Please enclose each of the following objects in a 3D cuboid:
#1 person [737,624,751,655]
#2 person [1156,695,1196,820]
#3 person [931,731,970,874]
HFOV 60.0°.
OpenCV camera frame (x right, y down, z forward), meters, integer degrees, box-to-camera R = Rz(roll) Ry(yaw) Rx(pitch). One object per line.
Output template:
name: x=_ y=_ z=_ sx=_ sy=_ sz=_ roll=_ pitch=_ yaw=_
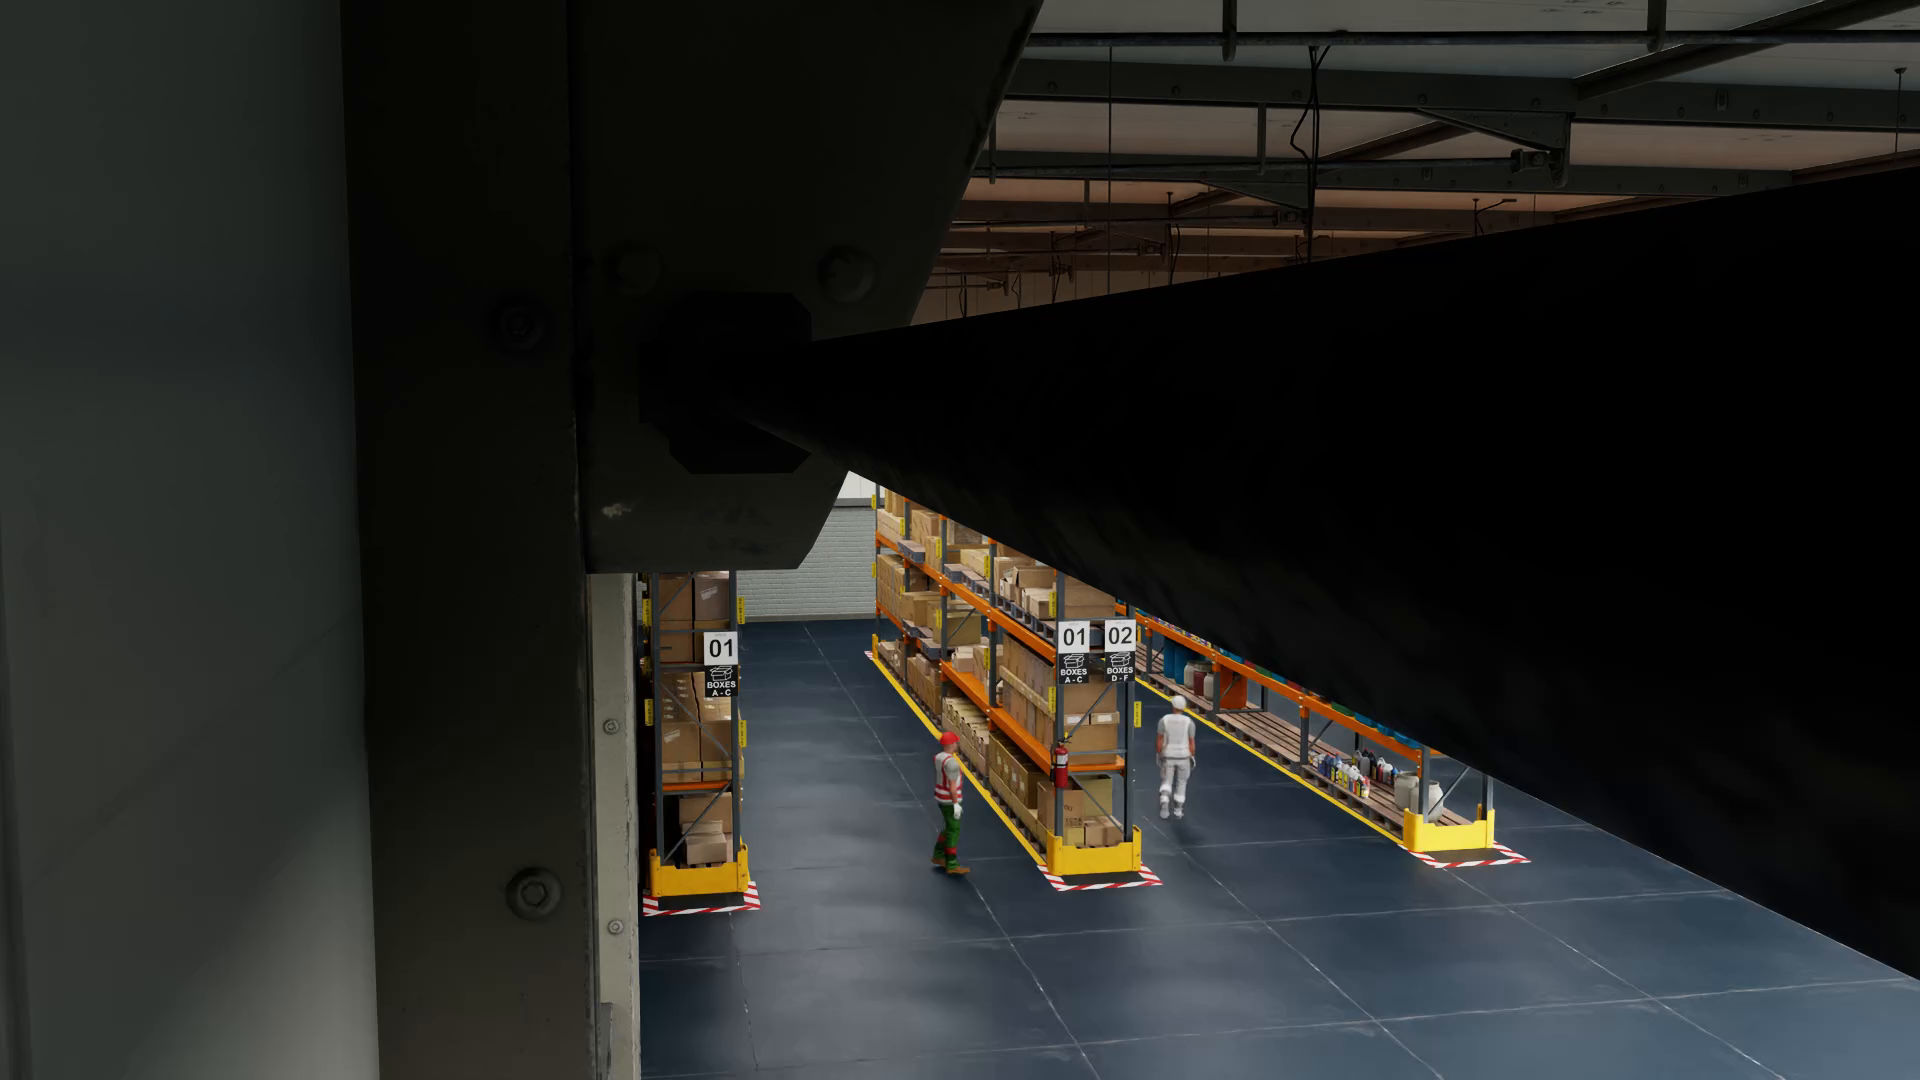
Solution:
person: x=-5.161 y=1.731 z=36.891 sx=1.005 sy=1.673 sz=0.656 roll=1 pitch=6 yaw=10
person: x=3.010 y=3.049 z=23.257 sx=0.556 sy=1.778 sz=0.670 roll=2 pitch=6 yaw=22
person: x=-0.108 y=3.306 z=20.961 sx=0.389 sy=1.813 sz=0.647 roll=-2 pitch=6 yaw=-22
